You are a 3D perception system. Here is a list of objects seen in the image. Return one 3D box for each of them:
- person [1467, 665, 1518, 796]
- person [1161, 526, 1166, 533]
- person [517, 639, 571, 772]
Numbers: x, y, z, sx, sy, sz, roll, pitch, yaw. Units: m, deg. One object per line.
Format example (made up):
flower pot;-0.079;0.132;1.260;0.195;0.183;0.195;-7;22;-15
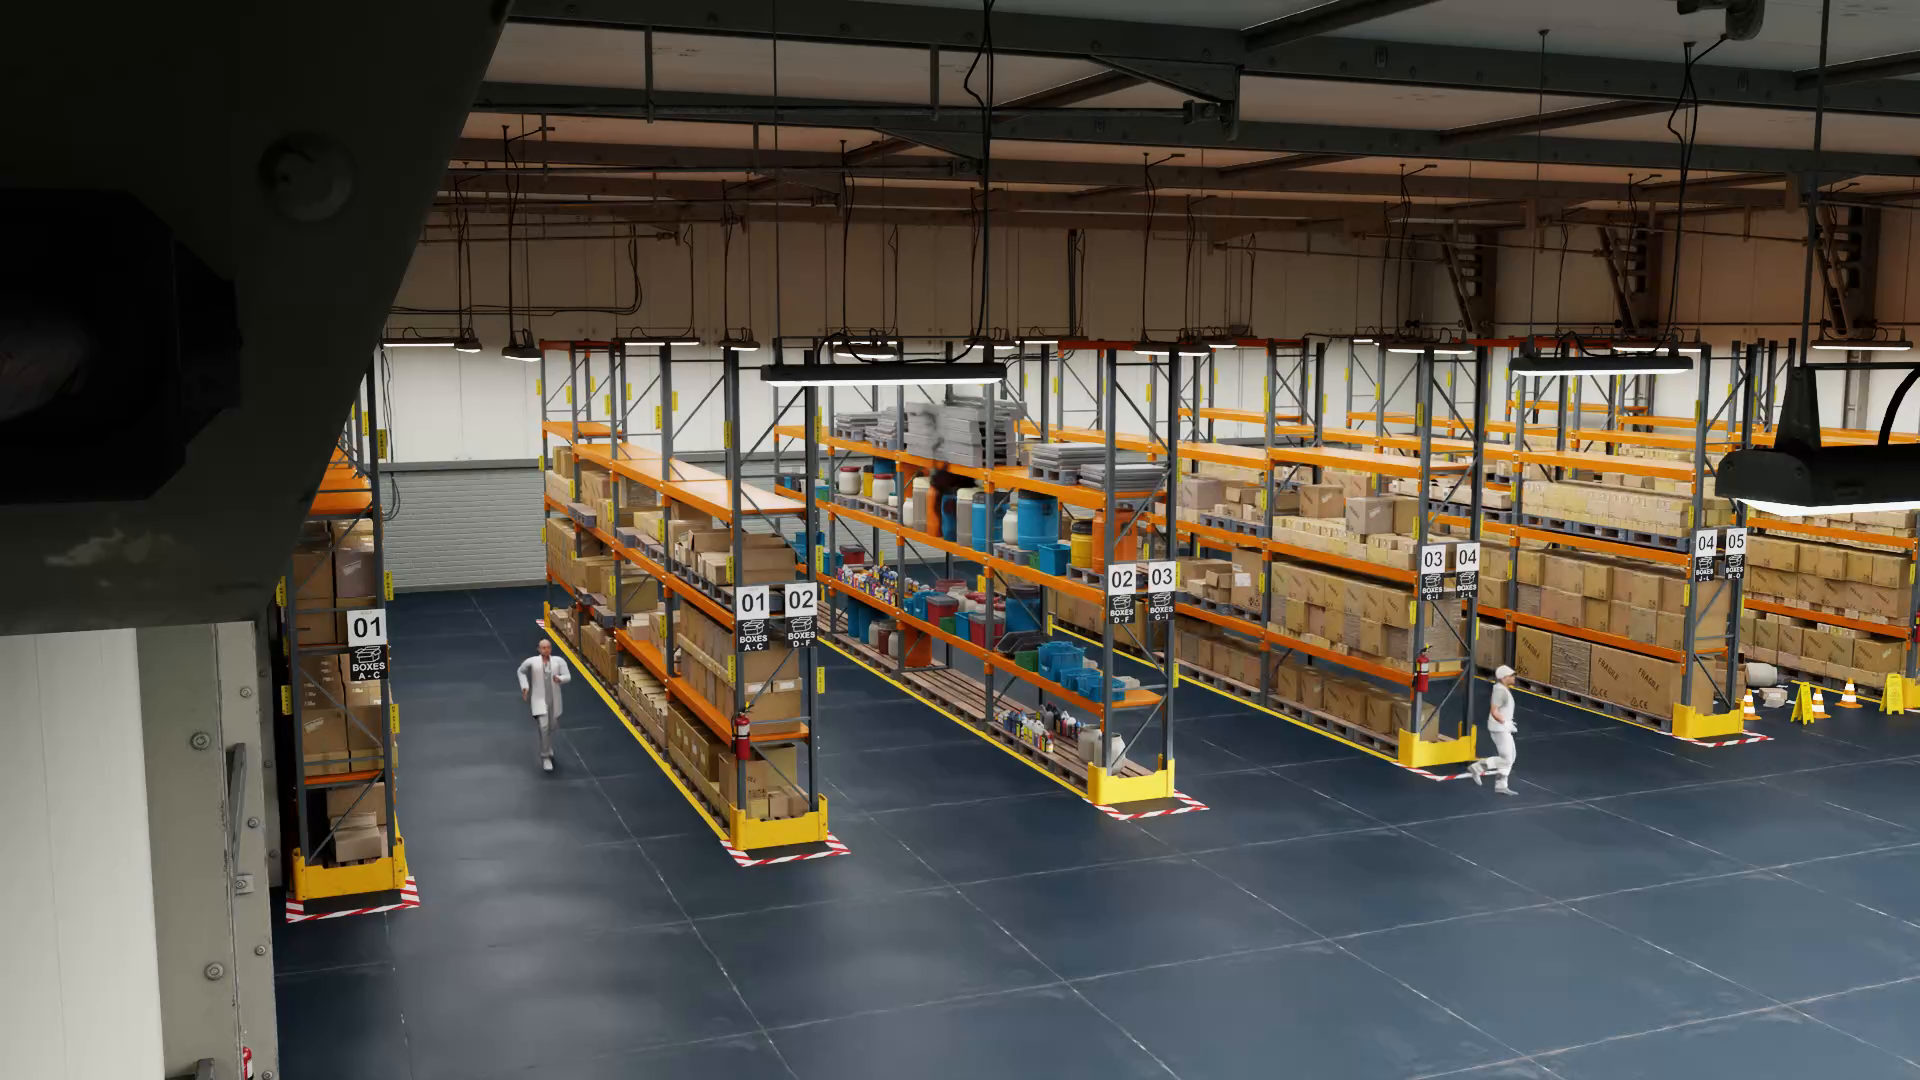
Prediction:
person;7.214;2.564;22.451;0.667;1.778;0.673;2;8;13
person;5.223;0.138;41.377;0.784;1.741;0.612;-5;9;-32
person;-5.957;2.335;23.938;0.680;1.836;0.897;-4;9;-29
